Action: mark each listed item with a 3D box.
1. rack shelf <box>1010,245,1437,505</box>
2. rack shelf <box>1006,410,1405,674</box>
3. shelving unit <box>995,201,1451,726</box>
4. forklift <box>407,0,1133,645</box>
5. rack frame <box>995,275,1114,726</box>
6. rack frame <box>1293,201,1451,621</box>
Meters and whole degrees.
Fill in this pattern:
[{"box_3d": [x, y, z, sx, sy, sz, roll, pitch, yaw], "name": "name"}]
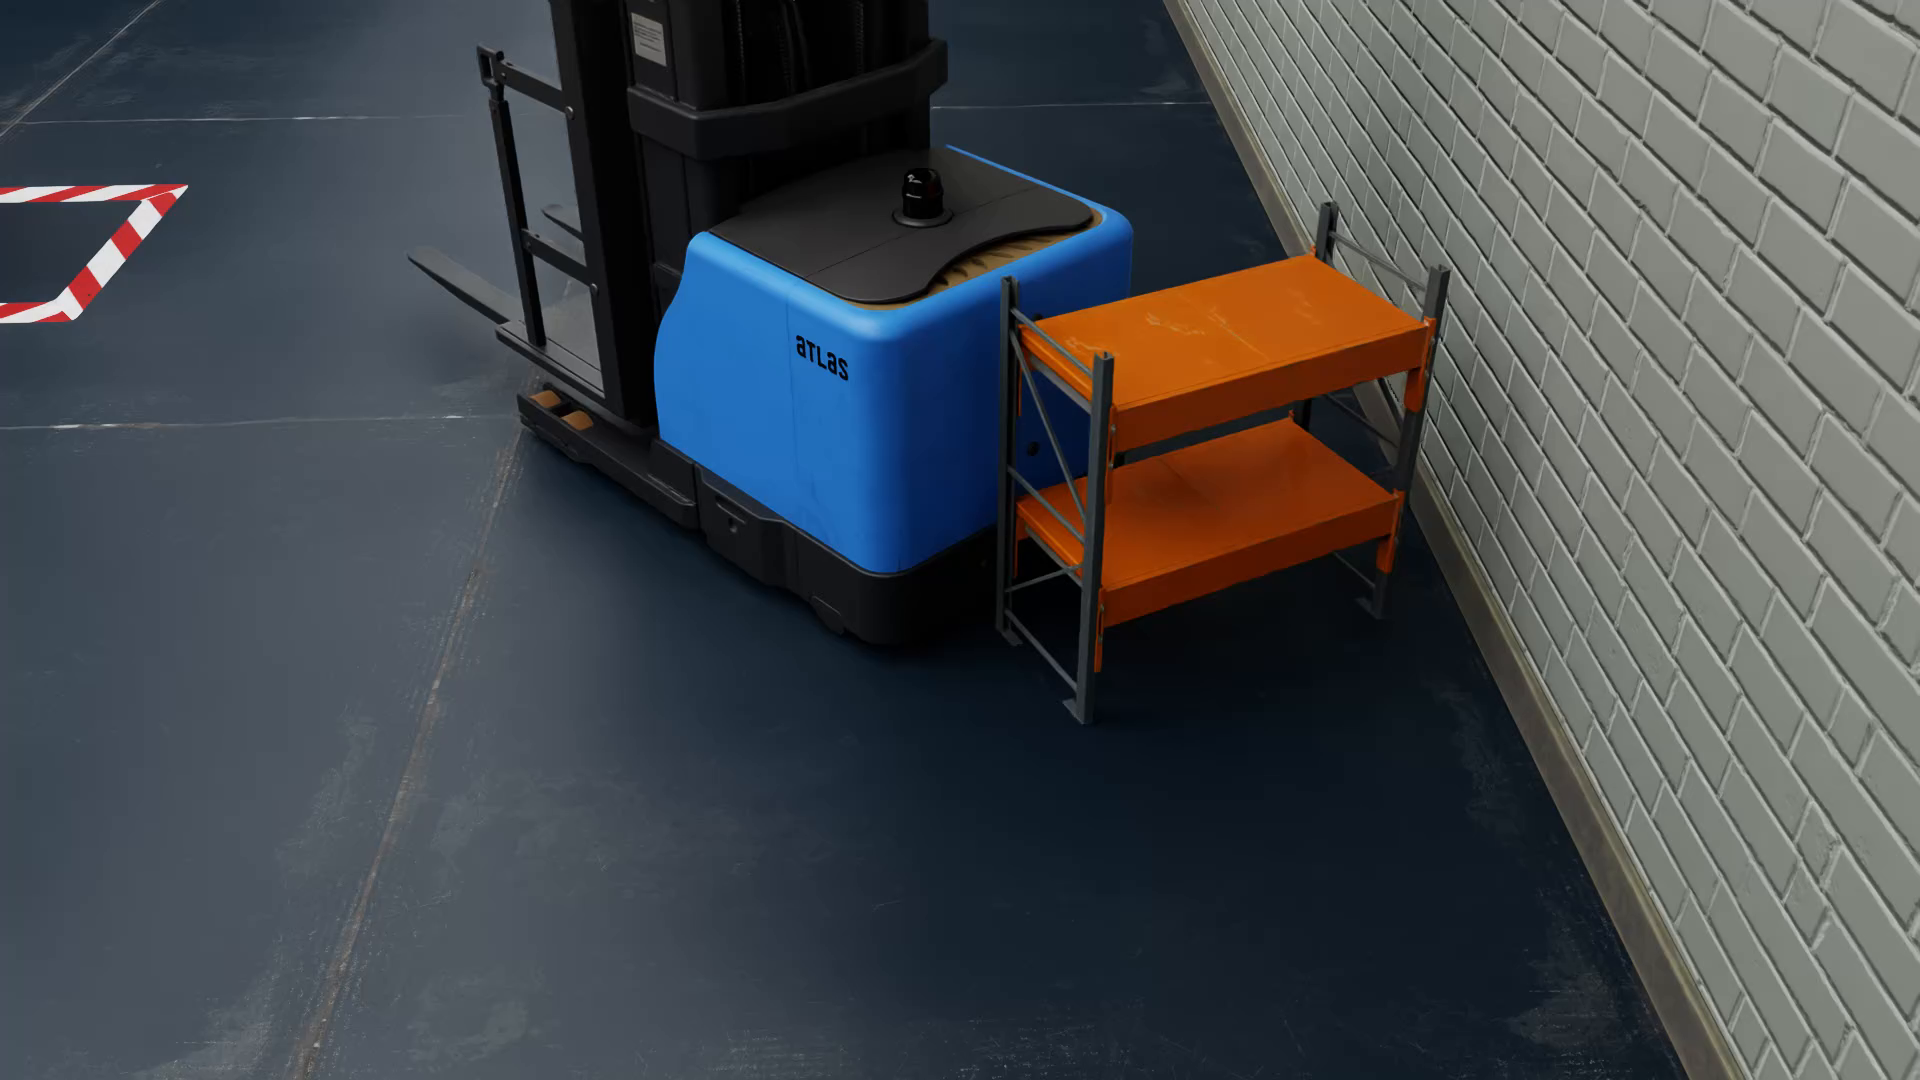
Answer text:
[{"box_3d": [0.683, -0.461, 4.413, 1.000, 0.278, 0.538, -17, 38, -22], "name": "rack shelf"}, {"box_3d": [0.683, -0.019, 4.718, 1.000, 0.278, 0.538, -17, 38, -22], "name": "rack shelf"}, {"box_3d": [0.683, -0.220, 4.579, 1.048, 1.125, 0.538, -17, 38, -22], "name": "shelving unit"}, {"box_3d": [-0.873, -1.652, 5.062, 1.130, 2.935, 3.031, -28, 44, -35], "name": "forklift"}, {"box_3d": [0.233, -0.086, 4.386, 0.032, 1.125, 0.500, -17, 38, -22], "name": "rack frame"}, {"box_3d": [1.134, -0.354, 4.773, 0.032, 1.125, 0.500, -17, 38, -22], "name": "rack frame"}]
